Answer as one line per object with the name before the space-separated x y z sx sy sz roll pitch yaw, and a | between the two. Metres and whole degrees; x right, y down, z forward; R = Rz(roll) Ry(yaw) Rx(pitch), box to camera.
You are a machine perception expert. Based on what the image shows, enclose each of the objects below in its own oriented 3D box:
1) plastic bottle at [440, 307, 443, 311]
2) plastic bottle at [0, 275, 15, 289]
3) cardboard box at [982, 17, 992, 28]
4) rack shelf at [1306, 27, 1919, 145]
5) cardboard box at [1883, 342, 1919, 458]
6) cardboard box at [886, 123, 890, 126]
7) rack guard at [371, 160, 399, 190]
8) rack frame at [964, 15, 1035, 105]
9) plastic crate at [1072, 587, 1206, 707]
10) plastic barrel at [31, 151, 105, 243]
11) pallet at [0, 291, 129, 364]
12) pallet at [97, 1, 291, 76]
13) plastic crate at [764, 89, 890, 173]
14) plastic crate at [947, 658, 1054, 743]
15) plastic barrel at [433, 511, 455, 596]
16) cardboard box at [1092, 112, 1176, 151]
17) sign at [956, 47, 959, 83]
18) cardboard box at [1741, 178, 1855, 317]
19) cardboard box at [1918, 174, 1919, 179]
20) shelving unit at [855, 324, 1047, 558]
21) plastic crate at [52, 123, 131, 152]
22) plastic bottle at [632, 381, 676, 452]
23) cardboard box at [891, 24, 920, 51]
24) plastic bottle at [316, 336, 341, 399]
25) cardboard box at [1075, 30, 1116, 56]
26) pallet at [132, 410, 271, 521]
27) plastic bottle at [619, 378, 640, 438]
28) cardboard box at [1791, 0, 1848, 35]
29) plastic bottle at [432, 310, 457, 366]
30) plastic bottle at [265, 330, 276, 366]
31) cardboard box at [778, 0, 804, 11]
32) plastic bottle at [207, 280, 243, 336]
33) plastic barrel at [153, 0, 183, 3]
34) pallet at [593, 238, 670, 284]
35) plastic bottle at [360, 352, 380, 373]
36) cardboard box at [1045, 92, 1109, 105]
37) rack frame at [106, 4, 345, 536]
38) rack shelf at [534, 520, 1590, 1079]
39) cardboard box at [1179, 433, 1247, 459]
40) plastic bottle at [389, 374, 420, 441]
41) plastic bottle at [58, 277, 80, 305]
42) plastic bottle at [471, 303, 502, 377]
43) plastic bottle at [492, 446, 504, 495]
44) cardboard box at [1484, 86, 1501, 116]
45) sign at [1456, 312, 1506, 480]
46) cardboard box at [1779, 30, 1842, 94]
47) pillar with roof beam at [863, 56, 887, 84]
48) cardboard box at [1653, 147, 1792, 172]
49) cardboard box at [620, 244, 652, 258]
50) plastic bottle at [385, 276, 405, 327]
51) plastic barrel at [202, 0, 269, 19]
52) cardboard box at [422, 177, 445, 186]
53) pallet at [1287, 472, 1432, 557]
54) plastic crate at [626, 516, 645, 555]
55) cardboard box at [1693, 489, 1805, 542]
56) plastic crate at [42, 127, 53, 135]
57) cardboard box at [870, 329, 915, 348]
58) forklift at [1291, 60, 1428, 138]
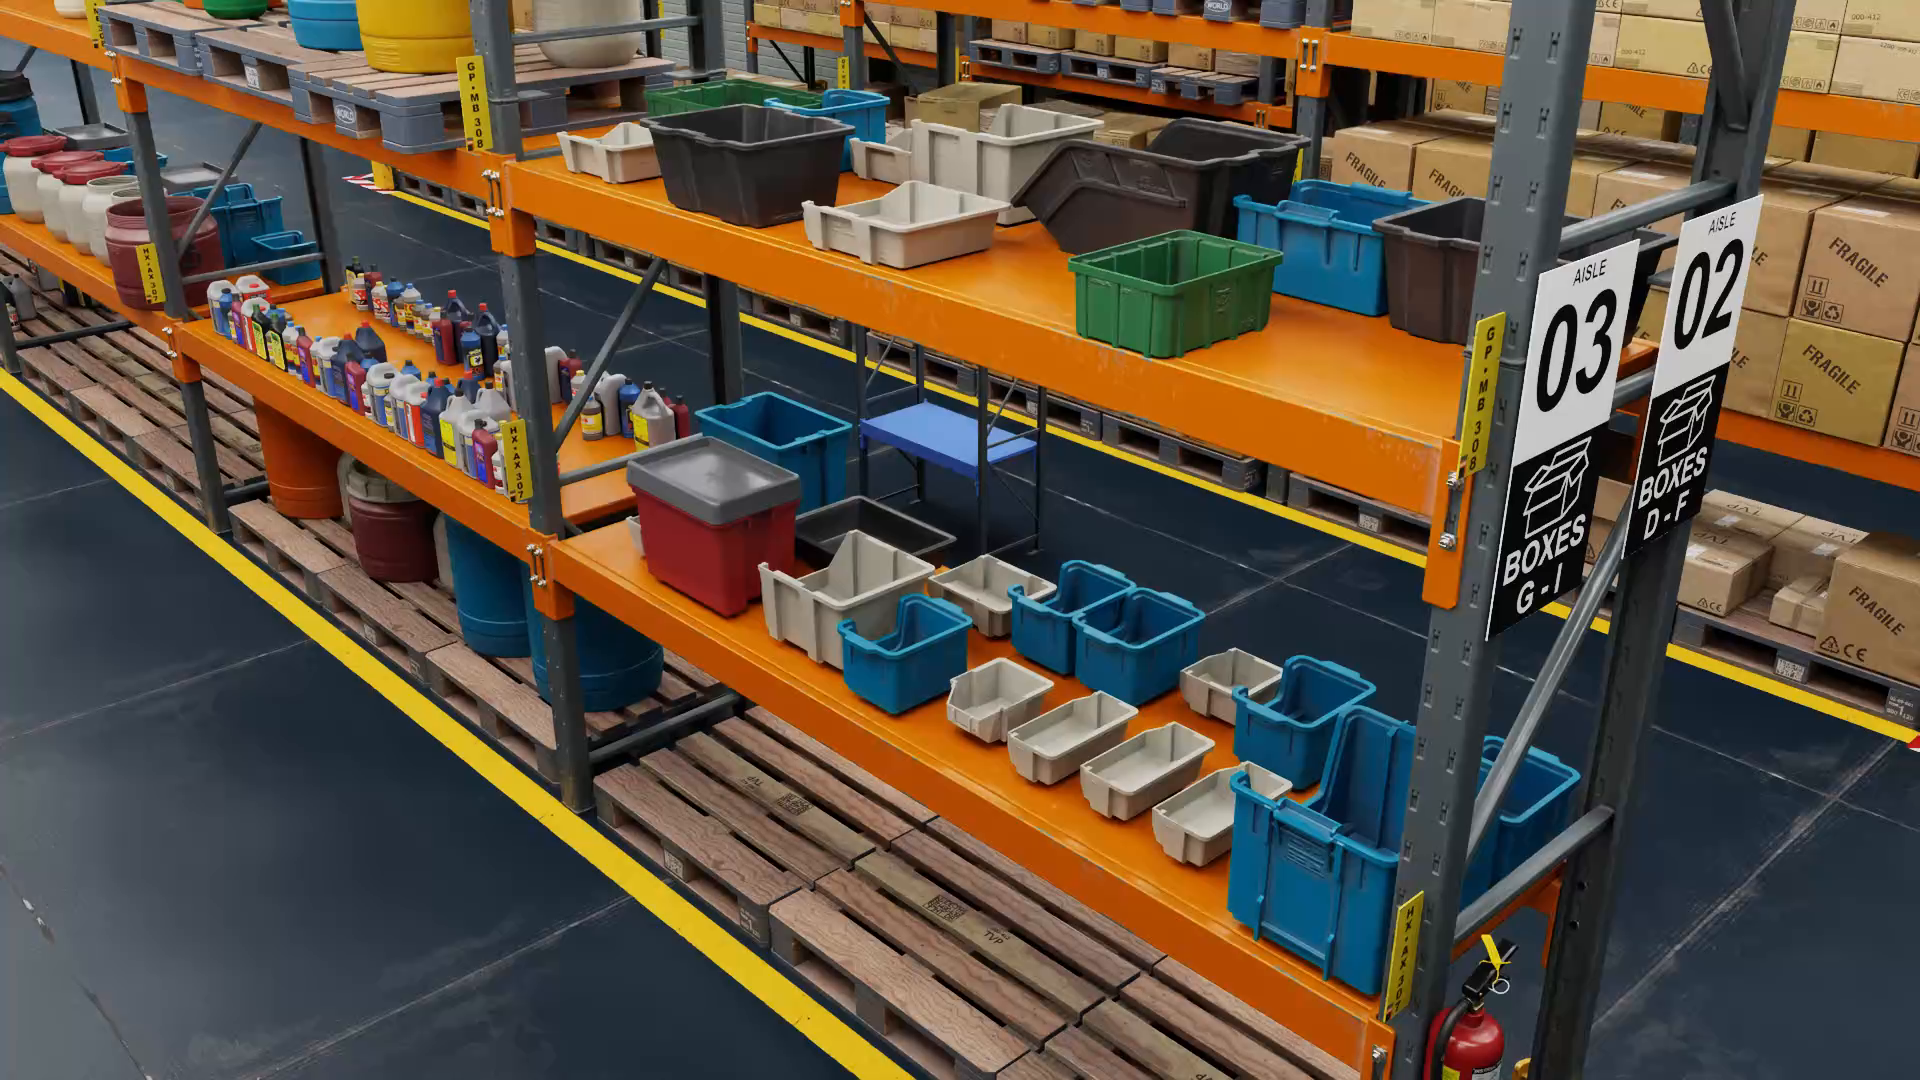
plastic bottle | -2.686 -1.148 8.792 0.061 0.283 0.133 -21 32 -38
plastic bottle | -7.480 -1.942 13.146 0.152 0.276 0.135 -21 32 -38
cardboard box | 0.274 -6.055 18.661 0.500 0.500 0.500 -22 33 -40
rack shelf | 3.664 -2.172 8.150 1.077 0.370 4.000 -21 32 -38
cardboard box | 4.526 -0.633 7.403 0.500 0.500 0.500 -20 31 -37
cardboard box | -0.907 -3.238 13.341 0.500 0.311 0.500 -22 32 -39
rack guard | -5.921 -4.246 18.456 1.175 0.500 0.348 -21 32 -38
rack frame | 0.443 -5.571 18.347 1.000 3.000 0.127 -21 32 -38
plastic crate | 0.584 0.357 5.483 0.416 0.233 0.300 -21 32 -38
plastic barrel | -5.794 -2.248 10.900 0.433 0.535 0.433 0 25 0
pallet | -7.218 -1.707 13.237 1.003 0.211 1.213 -21 32 -38
pallet | -3.604 -2.568 8.378 1.003 0.211 1.213 -21 32 -38
plastic crate | -0.466 -1.440 5.880 0.416 0.233 0.300 -21 32 -38
plastic crate | 0.112 0.518 5.245 0.298 0.136 0.250 -21 32 -38
plastic barrel | -2.485 0.024 8.576 0.421 0.512 0.421 0 25 0
cardboard box | 1.044 -2.495 10.979 0.500 0.500 0.700 15 28 29
sign | -0.047 -3.600 12.728 0.100 0.325 0.005 -21 32 -38
cardboard box | 3.822 -1.395 7.868 0.500 0.500 0.500 -20 31 -37
cardboard box | 7.269 -2.674 11.637 0.700 0.700 0.980 22 32 39
shelving unit | -0.058 -0.708 9.495 0.538 1.500 1.048 -21 32 -38
plastic crate | -6.235 -2.730 12.042 0.402 0.464 0.583 -21 32 -38
plastic bottle | -1.353 -0.525 7.346 0.144 0.351 0.185 -21 32 -38
cardboard box | -0.437 -5.723 18.836 0.500 0.250 0.500 -21 32 -38
plastic bottle | -3.048 -0.849 8.147 0.152 0.276 0.135 -21 32 -38
cardboard box | 1.615 -5.291 17.083 0.700 0.500 0.500 -16 29 -32
pallet | -4.556 -0.526 10.648 1.003 0.211 1.213 -21 32 -38
plastic bottle | -1.510 -0.610 7.628 0.097 0.271 0.097 0 25 0
cardboard box | 3.813 -2.440 7.449 0.500 0.250 0.500 -21 32 -38
plastic bottle | -2.665 -1.051 8.580 0.061 0.283 0.133 -21 32 -38
plastic bottle | -3.529 -1.012 8.593 0.097 0.201 0.097 0 25 0
cardboard box | -1.854 -6.682 20.037 0.500 0.500 0.500 -21 32 -38
plastic bottle | -3.995 -1.269 9.068 0.152 0.276 0.135 -21 32 -38
plastic barrel | -4.261 -2.903 9.072 0.294 0.245 0.294 0 25 0
pallet | -2.639 -2.684 15.378 1.003 0.211 1.213 -21 32 -38
plastic bottle | -2.817 -0.765 7.969 0.097 0.271 0.097 0 25 0
cardboard box | 1.261 -4.624 17.850 0.500 0.250 0.500 -22 33 -39
rack frame | -4.055 -1.549 9.530 1.000 3.000 0.127 -21 32 -38
rack shelf | 0.046 0.597 5.695 1.077 0.370 4.000 -21 32 -38
cardboard box | 1.751 -0.872 10.529 0.500 0.500 0.500 -21 32 -39
plastic bottle | -2.513 -0.612 7.627 0.152 0.276 0.135 -21 32 -38
plastic bottle | -7.143 -2.077 13.350 0.144 0.351 0.185 -21 32 -38
plastic bottle | -2.390 -1.022 8.435 0.144 0.351 0.185 -21 32 -38
plastic bottle | -1.926 -0.301 7.036 0.097 0.201 0.097 0 25 0
cardboard box | 4.718 -3.712 13.769 0.500 0.500 0.500 -21 32 -38
sign | 1.022 -0.281 3.264 0.100 0.325 0.005 -21 32 -38
cardboard box | 3.802 -2.209 7.544 0.500 0.250 0.500 -21 32 -38
pillar with roof beam | -4.324 -8.324 17.155 9.100 9.000 0.400 -21 32 -38
cardboard box | 3.871 -1.701 8.540 0.500 0.500 0.500 -22 32 -39
cardboard box | -2.728 -2.757 14.986 0.500 0.250 0.500 -20 31 -37
plastic bottle | -3.111 -1.319 9.183 0.097 0.271 0.097 0 25 0
plastic barrel | -3.499 -2.647 8.006 0.294 0.245 0.294 0 25 0
cardboard box | -5.356 -3.940 17.580 0.500 0.250 0.500 -21 32 -38
pallet | 2.766 -0.264 10.074 1.003 0.211 1.213 -21 32 -38
plastic crate | -1.107 -0.062 6.518 0.396 0.136 0.243 -21 32 -38
cardboard box | 4.183 -0.026 8.976 0.500 0.250 0.500 -21 32 -38
plastic crate | -7.511 -3.155 13.308 0.450 0.188 0.662 -21 32 -38
cardboard box | -0.334 -1.796 12.556 0.500 0.500 0.500 -20 31 -36
forklift | 2.722 -3.041 12.884 1.130 2.935 3.031 -20 31 -37
